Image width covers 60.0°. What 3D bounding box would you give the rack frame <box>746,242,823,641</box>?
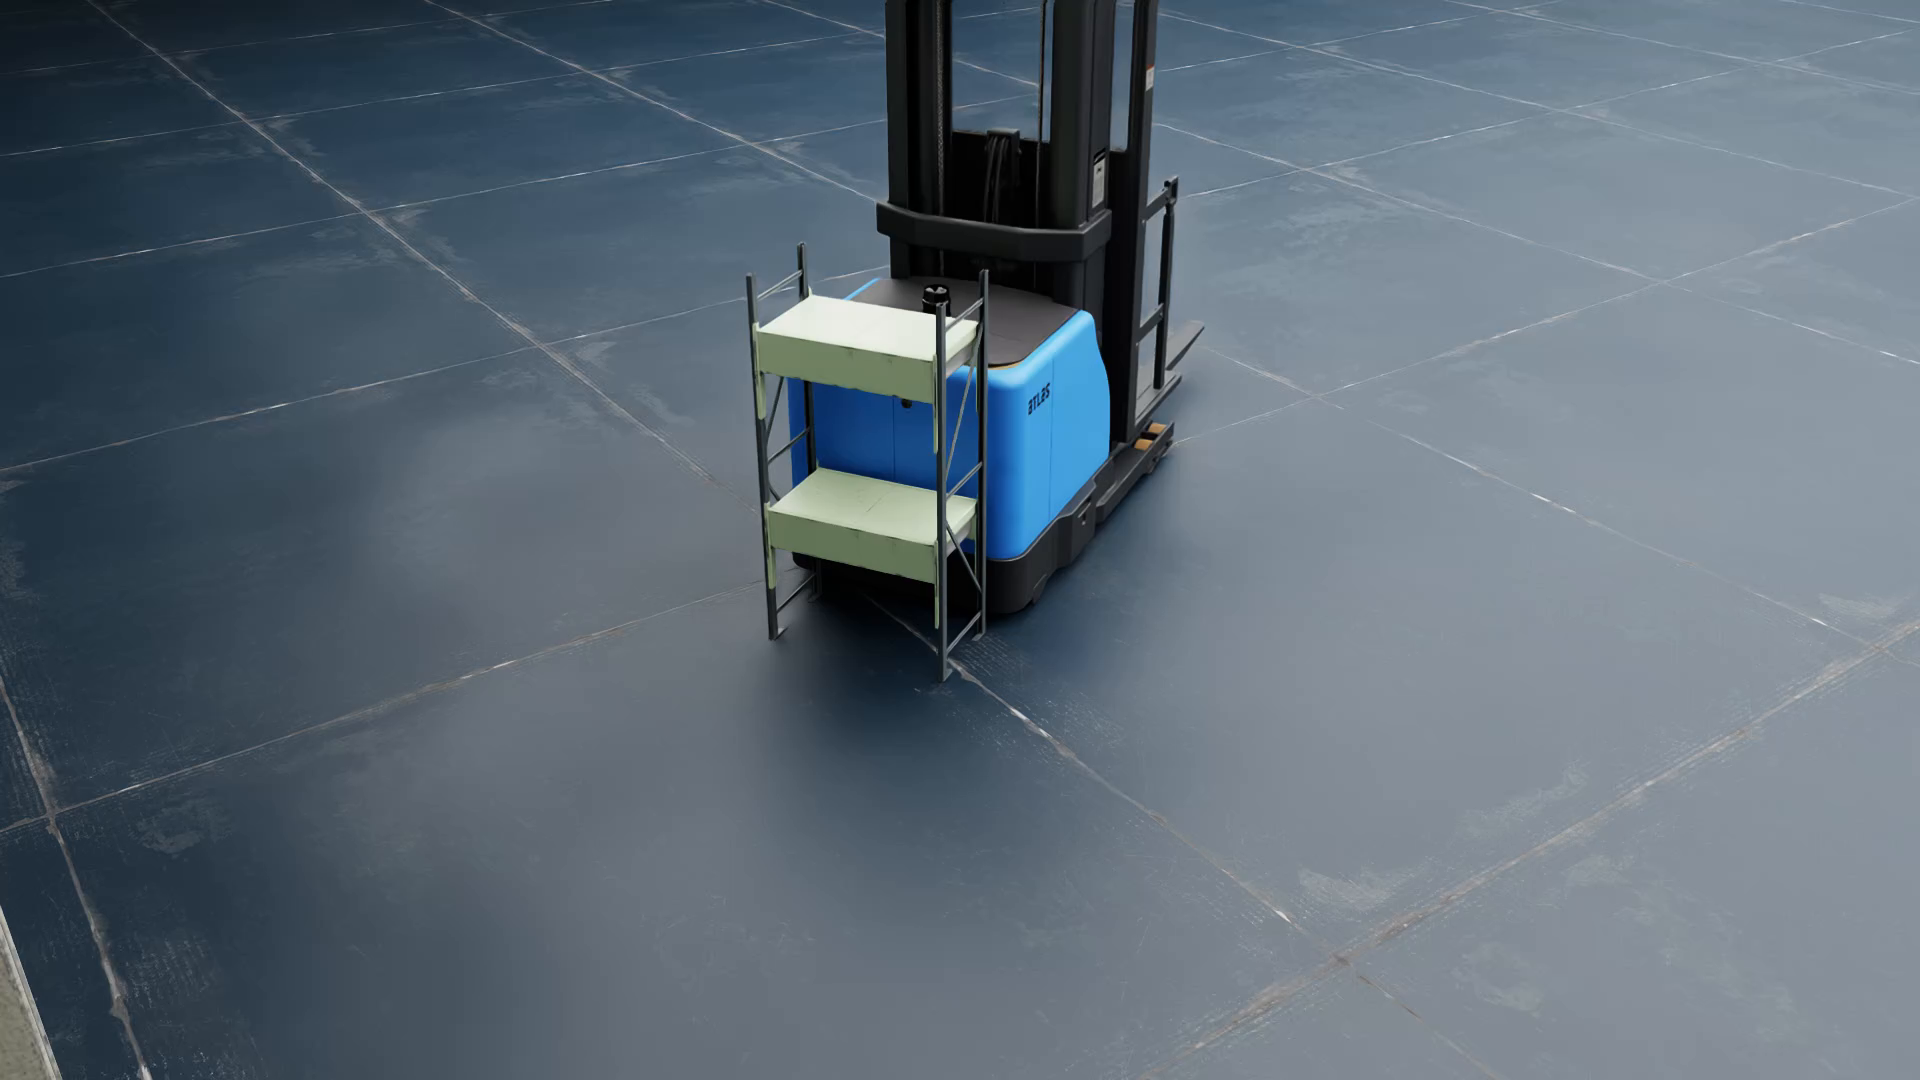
[{"bbox_3d":[-0.658,-0.352,6.333,0.023,1.500,0.400,12,31,21],"label":"rack frame"}]

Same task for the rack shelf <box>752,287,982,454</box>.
[{"bbox_3d":[-0.324,-0.623,6.015,0.720,0.370,0.431,12,31,21],"label":"rack shelf"}]

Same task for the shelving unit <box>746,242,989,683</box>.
[{"bbox_3d":[-0.324,-0.280,6.201,0.755,1.500,0.431,12,31,21],"label":"shelving unit"}]

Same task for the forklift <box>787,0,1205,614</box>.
[{"bbox_3d":[0.377,-1.677,7.273,1.130,2.935,3.031,12,31,22],"label":"forklift"}]

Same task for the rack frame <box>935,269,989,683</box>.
[{"bbox_3d":[0.009,-0.208,6.069,0.023,1.500,0.400,12,31,21],"label":"rack frame"}]

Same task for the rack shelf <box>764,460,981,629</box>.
[{"bbox_3d":[-0.324,0.007,6.356,0.720,0.370,0.431,12,31,21],"label":"rack shelf"}]
